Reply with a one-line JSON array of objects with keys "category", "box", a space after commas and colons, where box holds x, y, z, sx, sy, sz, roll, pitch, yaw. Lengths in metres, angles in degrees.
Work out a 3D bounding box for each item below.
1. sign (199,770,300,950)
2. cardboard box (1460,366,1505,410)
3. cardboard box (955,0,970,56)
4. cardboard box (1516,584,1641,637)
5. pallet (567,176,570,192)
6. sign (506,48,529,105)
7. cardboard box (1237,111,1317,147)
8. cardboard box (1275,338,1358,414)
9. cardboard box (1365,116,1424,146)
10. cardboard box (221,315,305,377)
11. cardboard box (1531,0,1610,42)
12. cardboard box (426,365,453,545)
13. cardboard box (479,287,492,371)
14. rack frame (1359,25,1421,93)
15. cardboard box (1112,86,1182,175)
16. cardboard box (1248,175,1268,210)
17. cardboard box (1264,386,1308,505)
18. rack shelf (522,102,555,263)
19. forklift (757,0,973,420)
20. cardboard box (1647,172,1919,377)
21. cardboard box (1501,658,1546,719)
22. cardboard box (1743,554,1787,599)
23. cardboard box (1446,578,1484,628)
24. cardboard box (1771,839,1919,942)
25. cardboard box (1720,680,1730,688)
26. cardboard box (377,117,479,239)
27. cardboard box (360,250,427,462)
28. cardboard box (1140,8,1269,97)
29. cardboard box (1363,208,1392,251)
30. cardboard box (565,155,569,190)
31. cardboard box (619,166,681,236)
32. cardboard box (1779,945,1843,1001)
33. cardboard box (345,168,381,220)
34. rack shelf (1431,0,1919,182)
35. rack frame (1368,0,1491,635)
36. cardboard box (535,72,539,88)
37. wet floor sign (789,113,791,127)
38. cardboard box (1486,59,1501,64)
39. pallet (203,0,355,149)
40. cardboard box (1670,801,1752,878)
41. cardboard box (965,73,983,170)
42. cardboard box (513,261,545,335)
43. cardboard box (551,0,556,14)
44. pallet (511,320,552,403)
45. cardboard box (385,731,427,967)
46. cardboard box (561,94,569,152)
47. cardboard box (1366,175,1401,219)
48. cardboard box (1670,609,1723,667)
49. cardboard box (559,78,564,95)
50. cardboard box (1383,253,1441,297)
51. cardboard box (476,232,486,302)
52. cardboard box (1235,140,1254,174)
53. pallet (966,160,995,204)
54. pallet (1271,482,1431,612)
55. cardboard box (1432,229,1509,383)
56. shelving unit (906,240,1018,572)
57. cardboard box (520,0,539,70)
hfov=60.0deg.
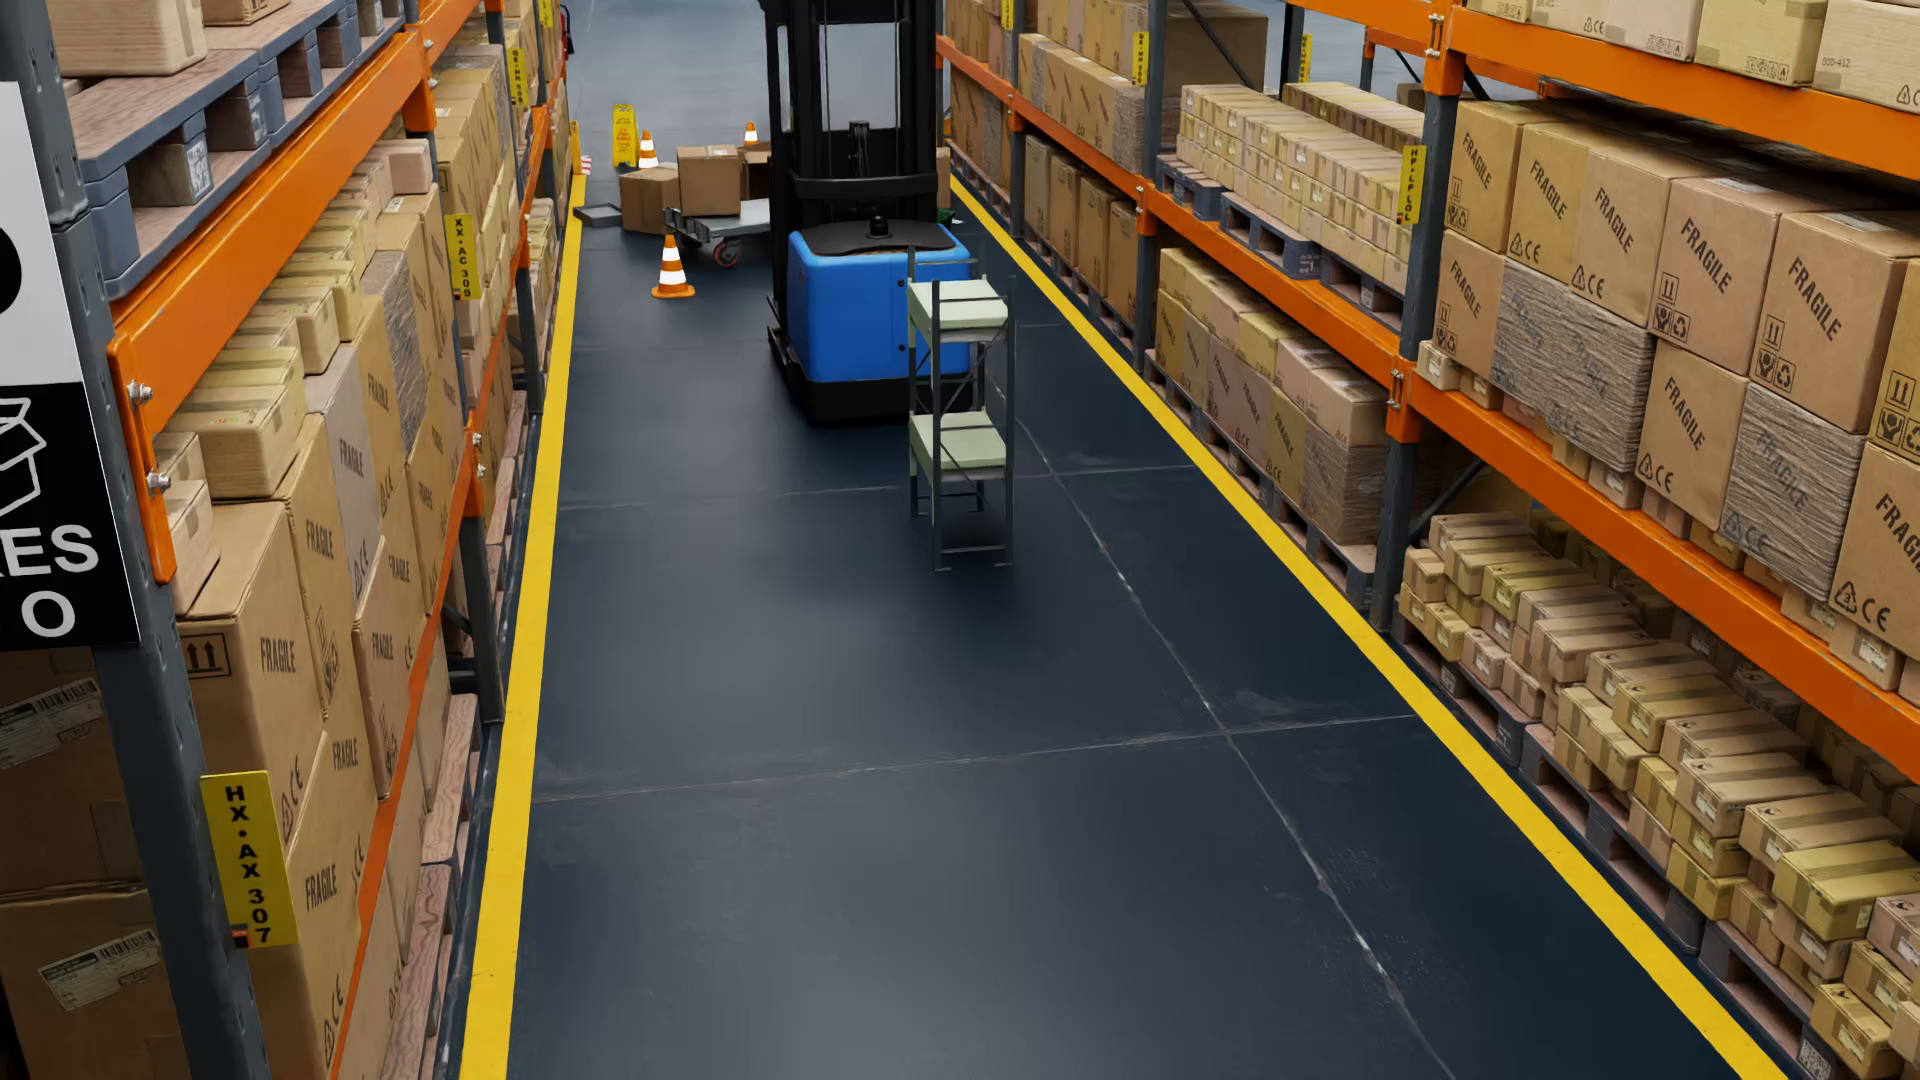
[{"category": "sign", "box": [-1.129, 0.513, 2.648, 0.100, 0.325, 0.005, -4, 24, -10]}, {"category": "cardboard box", "box": [2.282, -0.648, 6.800, 0.380, 0.149, 0.250, -4, 24, -8]}, {"category": "cardboard box", "box": [0.428, -5.197, 16.714, 0.875, 0.550, 0.550, -4, 24, -10]}, {"category": "cardboard box", "box": [2.449, 0.307, 6.594, 0.380, 0.149, 0.250, -5, 24, -11]}, {"category": "pallet", "box": [-4.505, -3.679, 16.910, 1.003, 0.211, 1.213, -4, 24, -10]}, {"category": "sign", "box": [-2.610, -2.735, 9.819, 0.100, 0.325, 0.005, -4, 24, -10]}, {"category": "cardboard box", "box": [1.780, -2.309, 9.336, 0.380, 0.149, 0.250, -3, 24, -7]}, {"category": "cardboard box", "box": [1.962, -0.863, 8.640, 0.500, 0.250, 0.500, -3, 24, -7]}, {"category": "cardboard box", "box": [2.469, -2.251, 9.202, 0.380, 0.149, 0.250, -3, 24, -7]}, {"category": "cardboard box", "box": [-1.690, -0.387, 3.704, 0.380, 0.149, 0.250, -4, 24, -9]}, {"category": "cardboard box", "box": [2.358, -1.903, 5.799, 0.500, 0.250, 0.500, -5, 24, -11]}, {"category": "cardboard box", "box": [-1.978, -0.269, 5.494, 0.500, 0.500, 0.500, -5, 24, -11]}, {"category": "cardboard box", "box": [-2.335, -0.916, 7.288, 0.500, 0.250, 0.500, -5, 24, -11]}, {"category": "rack frame", "box": [5.105, -6.042, 18.837, 1.000, 3.000, 0.127, -4, 24, -10]}, {"category": "cardboard box", "box": [1.344, -2.772, 11.223, 0.500, 0.500, 0.500, -4, 24, -10]}, {"category": "cardboard box", "box": [1.822, -1.933, 9.218, 0.380, 0.149, 0.250, -4, 24, -9]}, {"category": "cardboard box", "box": [1.952, -0.516, 8.783, 0.500, 0.500, 0.500, -5, 24, -11]}, {"category": "rack shelf", "box": [-3.525, -2.619, 11.898, 1.077, 0.370, 4.000, -4, 24, -10]}, {"category": "forklift", "box": [-0.752, -2.648, 11.151, 1.130, 2.935, 3.031, -5, 24, -12]}, {"category": "cardboard box", "box": [2.542, -0.835, 5.168, 0.500, 0.500, 0.500, -5, 24, -12]}, {"category": "cardboard box", "box": [2.424, 0.581, 6.710, 0.380, 0.149, 0.250, -5, 24, -11]}, {"category": "cardboard box", "box": [2.681, 0.073, 5.149, 0.380, 0.149, 0.250, -5, 24, -12]}, {"category": "cardboard box", "box": [2.318, 0.242, 7.114, 0.380, 0.149, 0.250, -4, 24, -9]}, {"category": "cardboard box", "box": [2.660, 1.035, 4.927, 0.380, 0.149, 0.250, -5, 24, -11]}, {"category": "cardboard box", "box": [2.976, 0.604, 6.285, 0.380, 0.149, 0.250, -5, 24, -12]}, {"category": "cardboard box", "box": [-2.336, -1.485, 7.029, 0.500, 0.500, 0.500, -4, 24, -10]}, {"category": "cardboard box", "box": [-1.868, -0.528, 4.837, 0.500, 0.500, 0.500, -4, 24, -9]}, {"category": "cardboard box", "box": [1.618, -3.250, 11.069, 0.700, 0.500, 0.500, -4, 24, -10]}, {"category": "cardboard box", "box": [2.113, -1.454, 7.749, 0.380, 0.149, 0.250, -4, 24, -9]}, {"category": "cardboard box", "box": [-4.030, -3.534, 16.004, 0.500, 0.250, 0.500, -5, 24, -12]}, {"category": "cardboard box", "box": [-2.756, -3.114, 15.251, 0.500, 0.500, 0.500, 13, 27, 27]}, {"category": "cardboard box", "box": [2.757, 1.297, 5.070, 0.380, 0.149, 0.250, -4, 24, -10]}, {"category": "cardboard box", "box": [-2.067, -1.082, 5.295, 0.380, 0.149, 0.250, -4, 24, -10]}, {"category": "rack shelf", "box": [2.800, -1.253, 5.023, 1.077, 0.370, 4.000, -4, 24, -10]}, {"category": "rack frame", "box": [2.431, -0.995, 7.281, 1.000, 3.000, 0.127, -4, 24, -10]}, {"category": "cardboard box", "box": [-3.528, -3.631, 13.105, 0.380, 0.149, 0.250, -4, 24, -9]}, {"category": "wet floor sign", "box": [-1.740, -4.501, 18.250, 0.267, 0.644, 0.232, -9, 25, -19]}, {"category": "cardboard box", "box": [5.336, -4.709, 16.097, 0.380, 0.149, 0.250, -4, 24, -10]}, {"category": "pallet", "box": [-2.052, -1.122, 3.933, 1.003, 0.211, 1.213, -4, 24, -10]}, {"category": "cardboard box", "box": [2.586, 0.962, 5.464, 0.380, 0.149, 0.250, -4, 24, -9]}, {"category": "cardboard box", "box": [0.567, -4.326, 17.038, 0.875, 0.875, 0.875, -5, 24, -11]}, {"category": "cardboard box", "box": [-3.394, -1.663, 11.569, 0.950, 0.372, 0.625, -5, 24, -11]}, {"category": "cardboard box", "box": [-3.836, -4.768, 14.173, 0.700, 0.500, 0.500, -4, 24, -9]}, {"category": "pallet", "box": [-3.298, -1.192, 11.215, 1.003, 0.211, 1.213, -4, 24, -10]}, {"category": "cardboard box", "box": [-2.239, 1.000, 5.390, 0.875, 0.438, 0.875, -5, 24, -11]}, {"category": "cardboard box", "box": [-4.130, -4.084, 16.328, 0.500, 0.500, 0.500, -3, 24, -8]}, {"category": "cardboard box", "box": [2.114, -1.594, 7.698, 0.380, 0.149, 0.250, -5, 24, -11]}, {"category": "cardboard box", "box": [3.004, 0.369, 6.450, 0.380, 0.149, 0.250, -5, 24, -12]}, {"category": "cardboard box", "box": [-4.096, -4.447, 16.348, 0.380, 0.149, 0.250, -4, 24, -8]}, {"category": "cardboard box", "box": [2.163, -1.214, 7.571, 0.380, 0.149, 0.250, -5, 24, -11]}, {"category": "cardboard box", "box": [-2.344, -1.146, 7.190, 0.500, 0.250, 0.500, -4, 24, -9]}, {"category": "cardboard box", "box": [1.780, -2.169, 9.385, 0.380, 0.149, 0.250, -4, 24, -10]}, {"category": "pallet", "box": [0.659, -3.650, 16.843, 1.003, 0.211, 1.213, -4, 24, -10]}, {"category": "pallet", "box": [2.285, -0.023, 8.540, 1.003, 0.211, 1.213, -4, 24, -10]}, {"category": "cardboard box", "box": [2.274, -0.964, 6.712, 0.500, 0.500, 0.500, -5, 24, -11]}, {"category": "shelving unit", "box": [-0.001, -0.690, 8.456, 0.431, 1.500, 0.755, -4, 24, -10]}, {"category": "cardboard box", "box": [-3.584, -3.946, 13.015, 0.500, 0.500, 0.500, -5, 24, -11]}]
